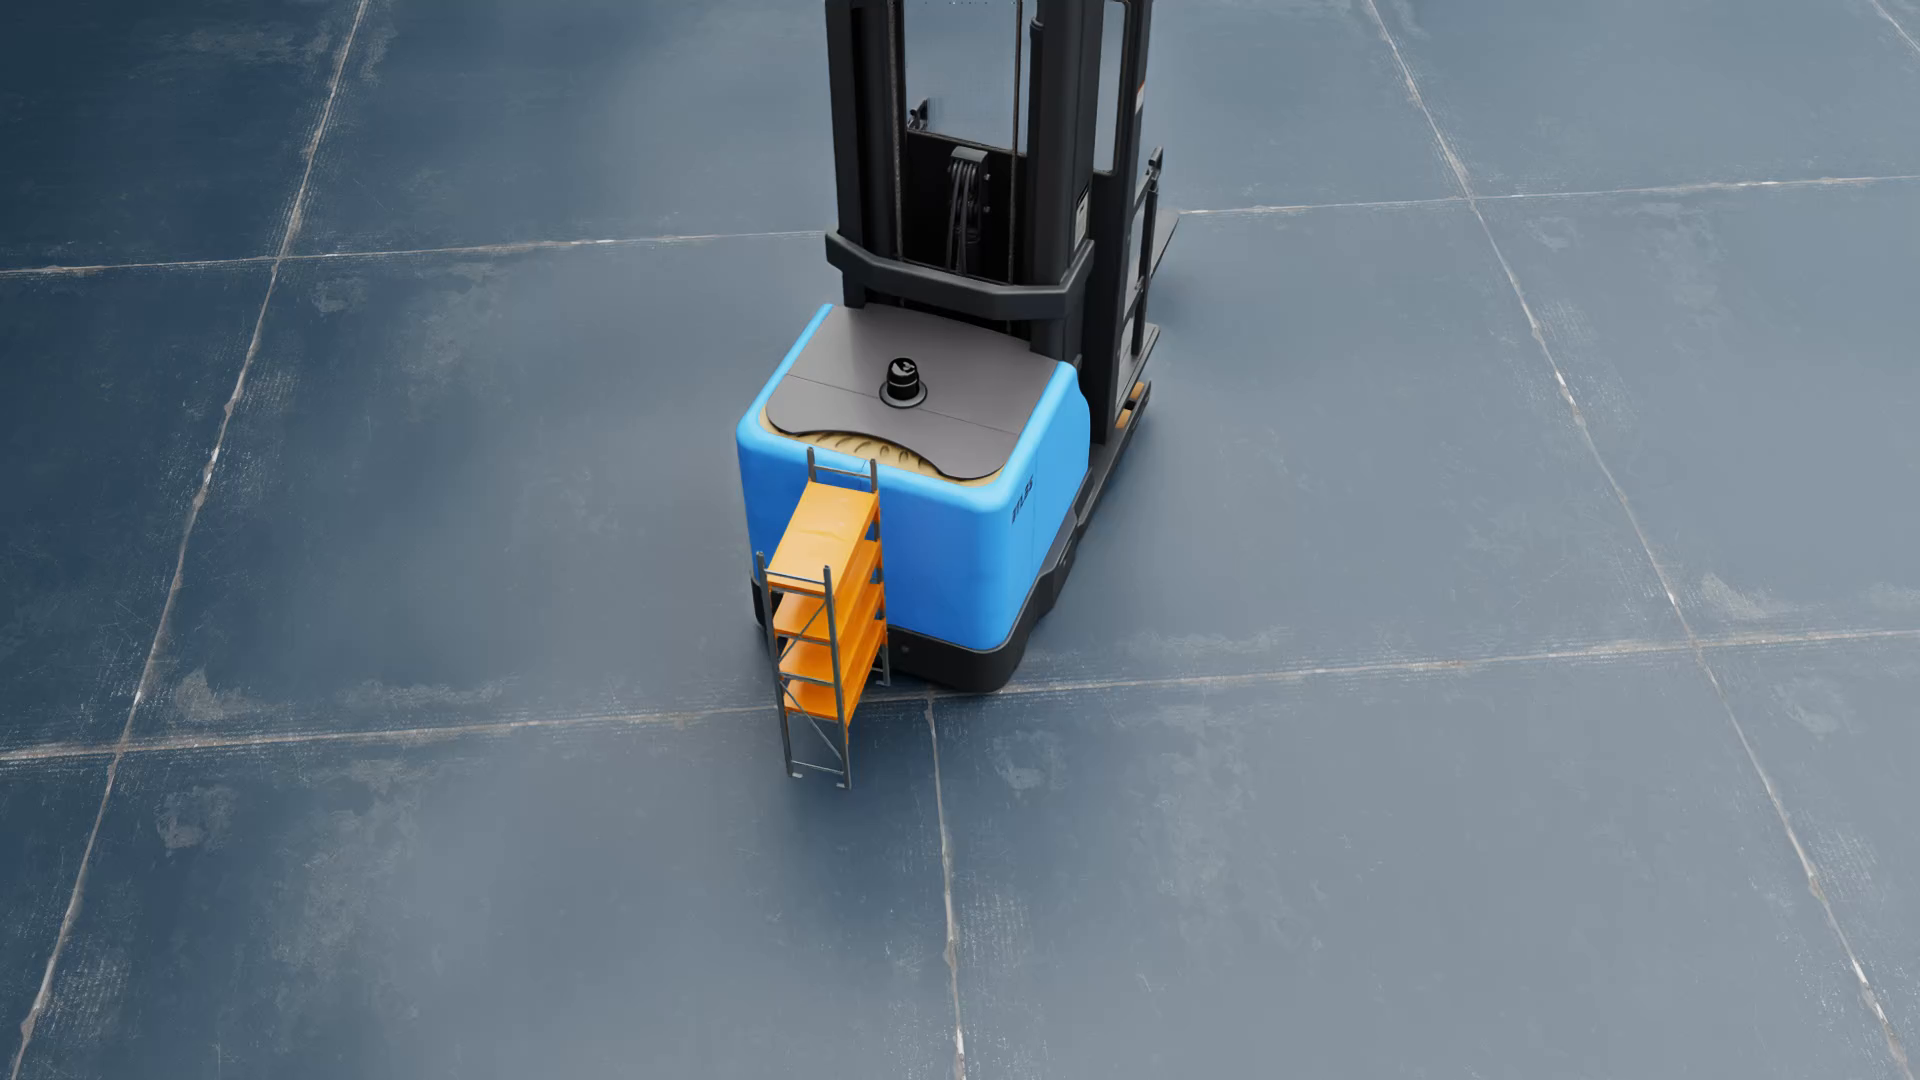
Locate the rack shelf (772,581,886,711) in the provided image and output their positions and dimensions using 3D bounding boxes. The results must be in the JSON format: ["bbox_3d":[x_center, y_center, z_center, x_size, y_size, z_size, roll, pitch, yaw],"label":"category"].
[{"bbox_3d":[-0.451,0.343,5.823,0.258,0.148,0.480,11,48,11],"label":"rack shelf"}]

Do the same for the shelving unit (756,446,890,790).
[{"bbox_3d":[-0.452,0.297,5.774,0.258,1.200,0.503,11,48,11],"label":"shelving unit"}]

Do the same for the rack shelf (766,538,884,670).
[{"bbox_3d":[-0.453,0.191,5.659,0.258,0.148,0.480,11,48,11],"label":"rack shelf"}]

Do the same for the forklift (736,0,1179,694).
[{"bbox_3d":[0.204,-1.521,6.309,1.130,2.935,3.031,16,49,14],"label":"forklift"}]

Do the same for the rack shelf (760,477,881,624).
[{"bbox_3d":[-0.454,0.030,5.486,0.258,0.148,0.480,11,48,11],"label":"rack shelf"}]

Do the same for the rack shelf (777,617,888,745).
[{"bbox_3d":[-0.450,0.478,5.969,0.258,0.148,0.480,11,48,11],"label":"rack shelf"}]

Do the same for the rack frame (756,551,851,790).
[{"bbox_3d":[-0.516,0.470,5.614,0.240,1.200,0.015,11,48,11],"label":"rack frame"}]

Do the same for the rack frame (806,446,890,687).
[{"bbox_3d":[-0.388,0.125,5.934,0.240,1.200,0.015,11,48,11],"label":"rack frame"}]
